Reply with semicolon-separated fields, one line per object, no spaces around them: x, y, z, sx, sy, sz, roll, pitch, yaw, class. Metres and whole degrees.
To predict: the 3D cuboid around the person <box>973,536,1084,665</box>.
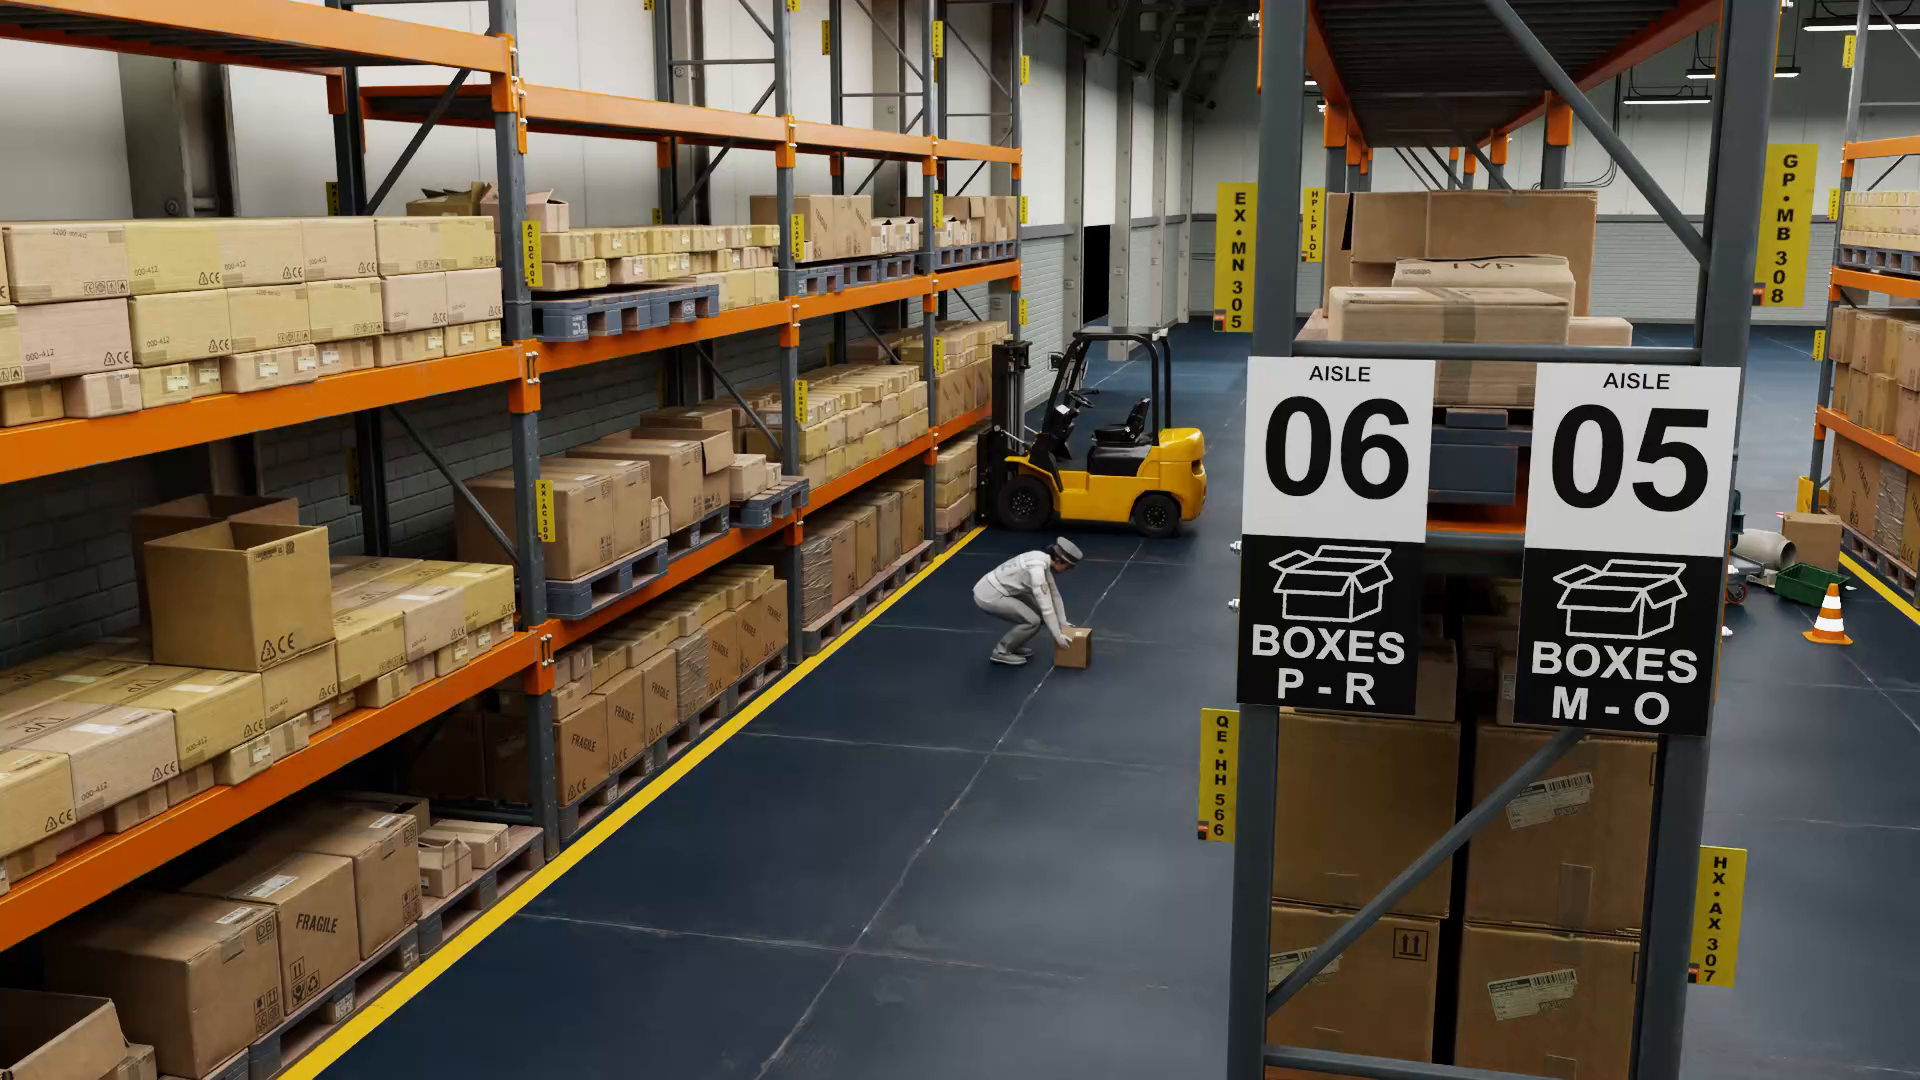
0.534;0.457;12.929;0.845;0.984;0.494;3;12;13;person
